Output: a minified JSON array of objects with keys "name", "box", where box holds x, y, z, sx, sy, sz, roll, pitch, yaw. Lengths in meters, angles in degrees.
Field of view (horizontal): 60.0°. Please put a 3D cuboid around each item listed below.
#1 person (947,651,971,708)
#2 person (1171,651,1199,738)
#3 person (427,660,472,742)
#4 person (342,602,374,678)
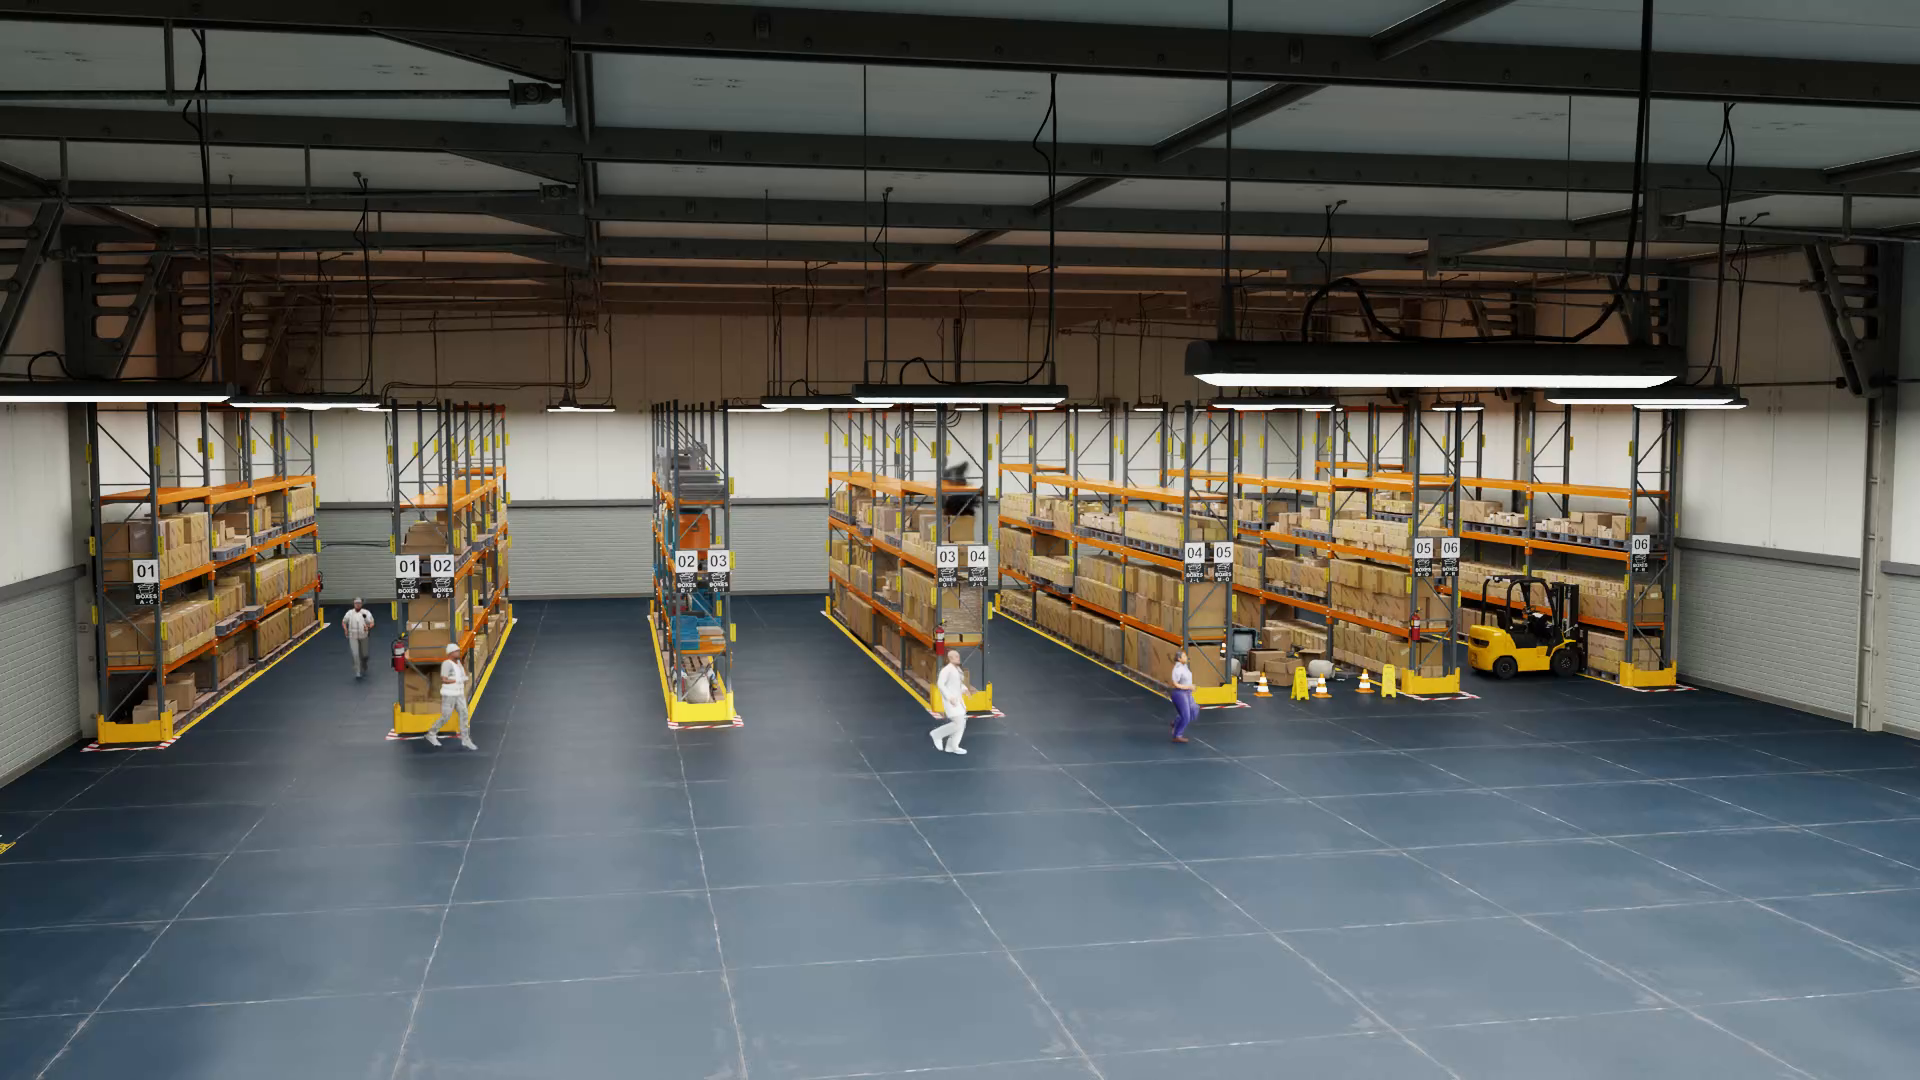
[{"name":"person","box":[-0.061,2.334,28.088,0.427,0.940,0.691,1,5,19]},{"name":"person","box":[3.951,2.708,29.047,0.486,1.513,0.599,2,5,24]},{"name":"person","box":[-8.708,2.753,28.501,0.805,1.446,0.506,1,4,12]},{"name":"person","box":[-13.167,2.136,36.393,0.674,1.687,0.813,-2,5,-20]}]
